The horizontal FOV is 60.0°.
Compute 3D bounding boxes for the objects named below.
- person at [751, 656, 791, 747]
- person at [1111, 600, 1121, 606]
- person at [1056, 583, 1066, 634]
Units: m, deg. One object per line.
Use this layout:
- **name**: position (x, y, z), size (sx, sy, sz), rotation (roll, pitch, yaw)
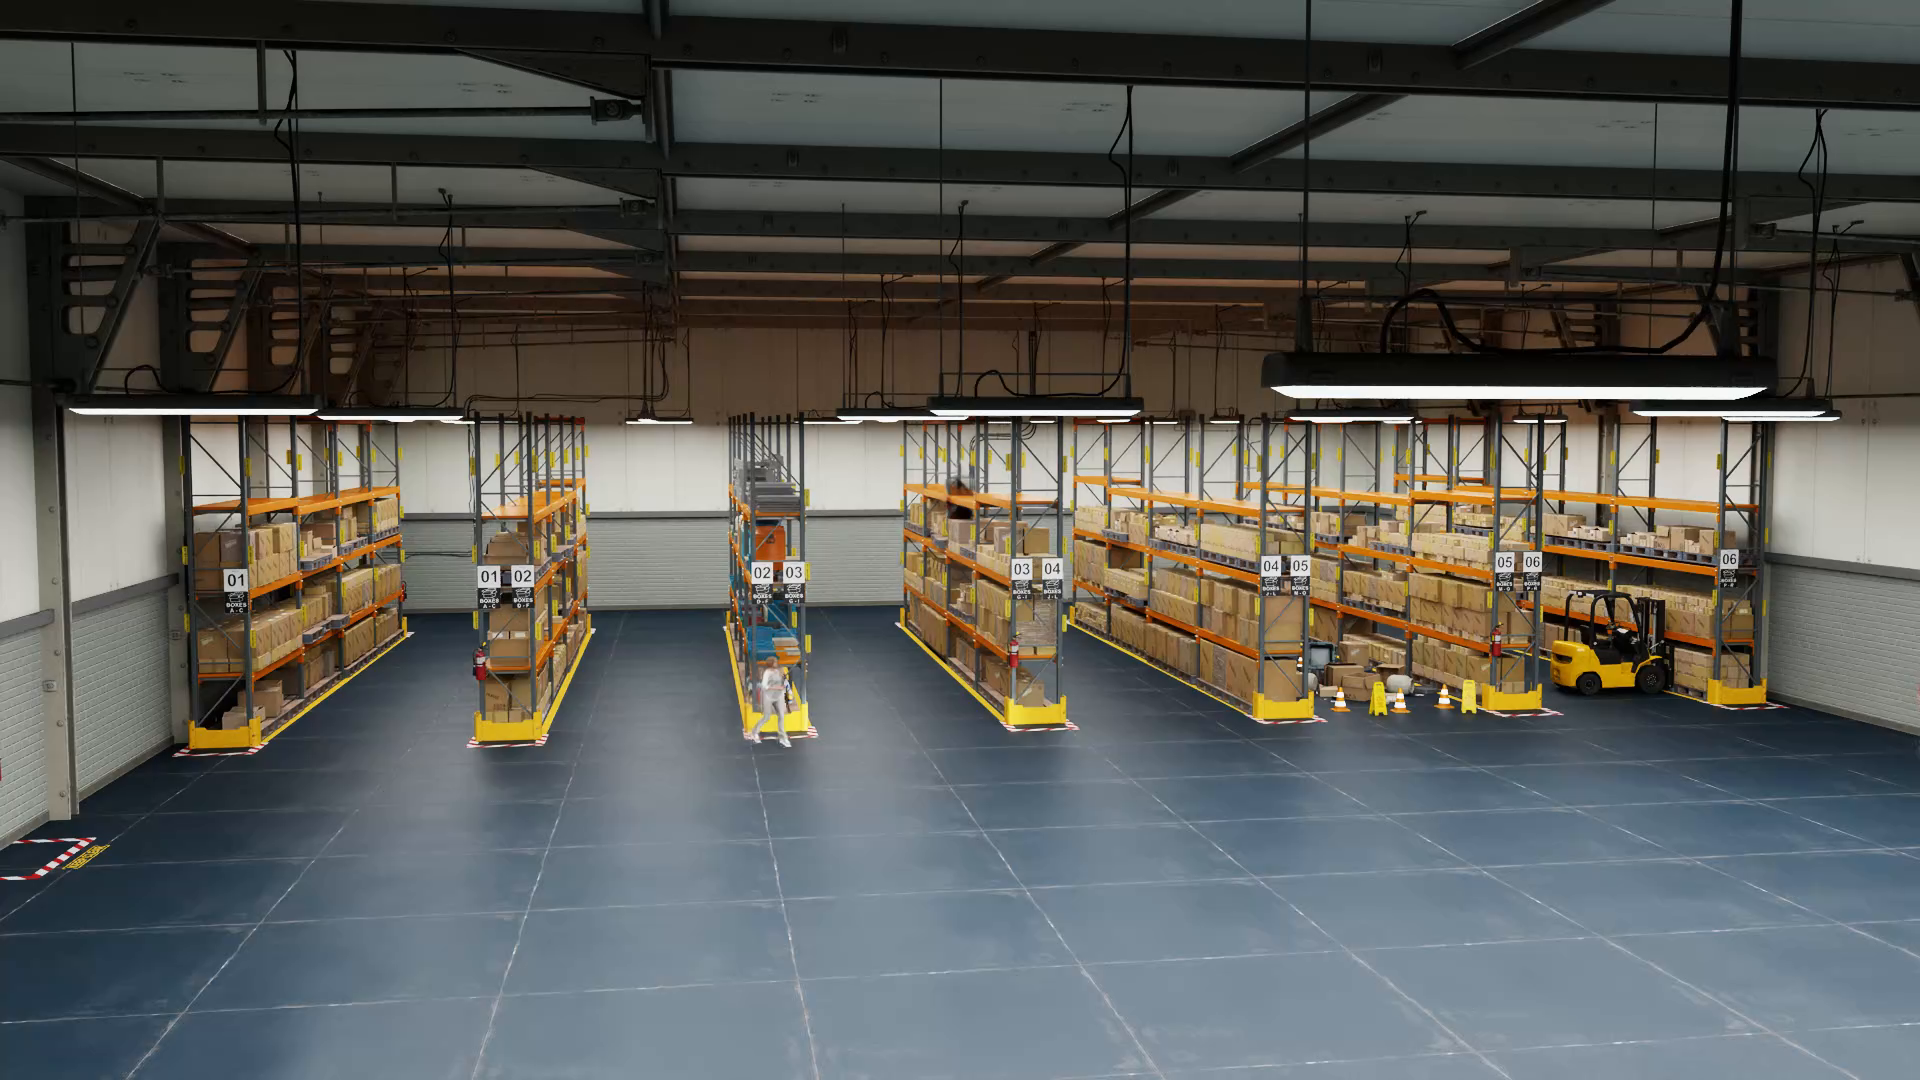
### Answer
- **person**: position (-3.364, 2.871, 29.773), size (0.872, 1.594, 0.569), rotation (3, 5, 33)
- **person**: position (4.546, 1.485, 49.967), size (0.828, 1.743, 0.616), rotation (-1, 4, -8)
- **person**: position (2.609, 1.725, 45.847), size (0.673, 1.800, 0.968), rotation (-1, 4, -10)
